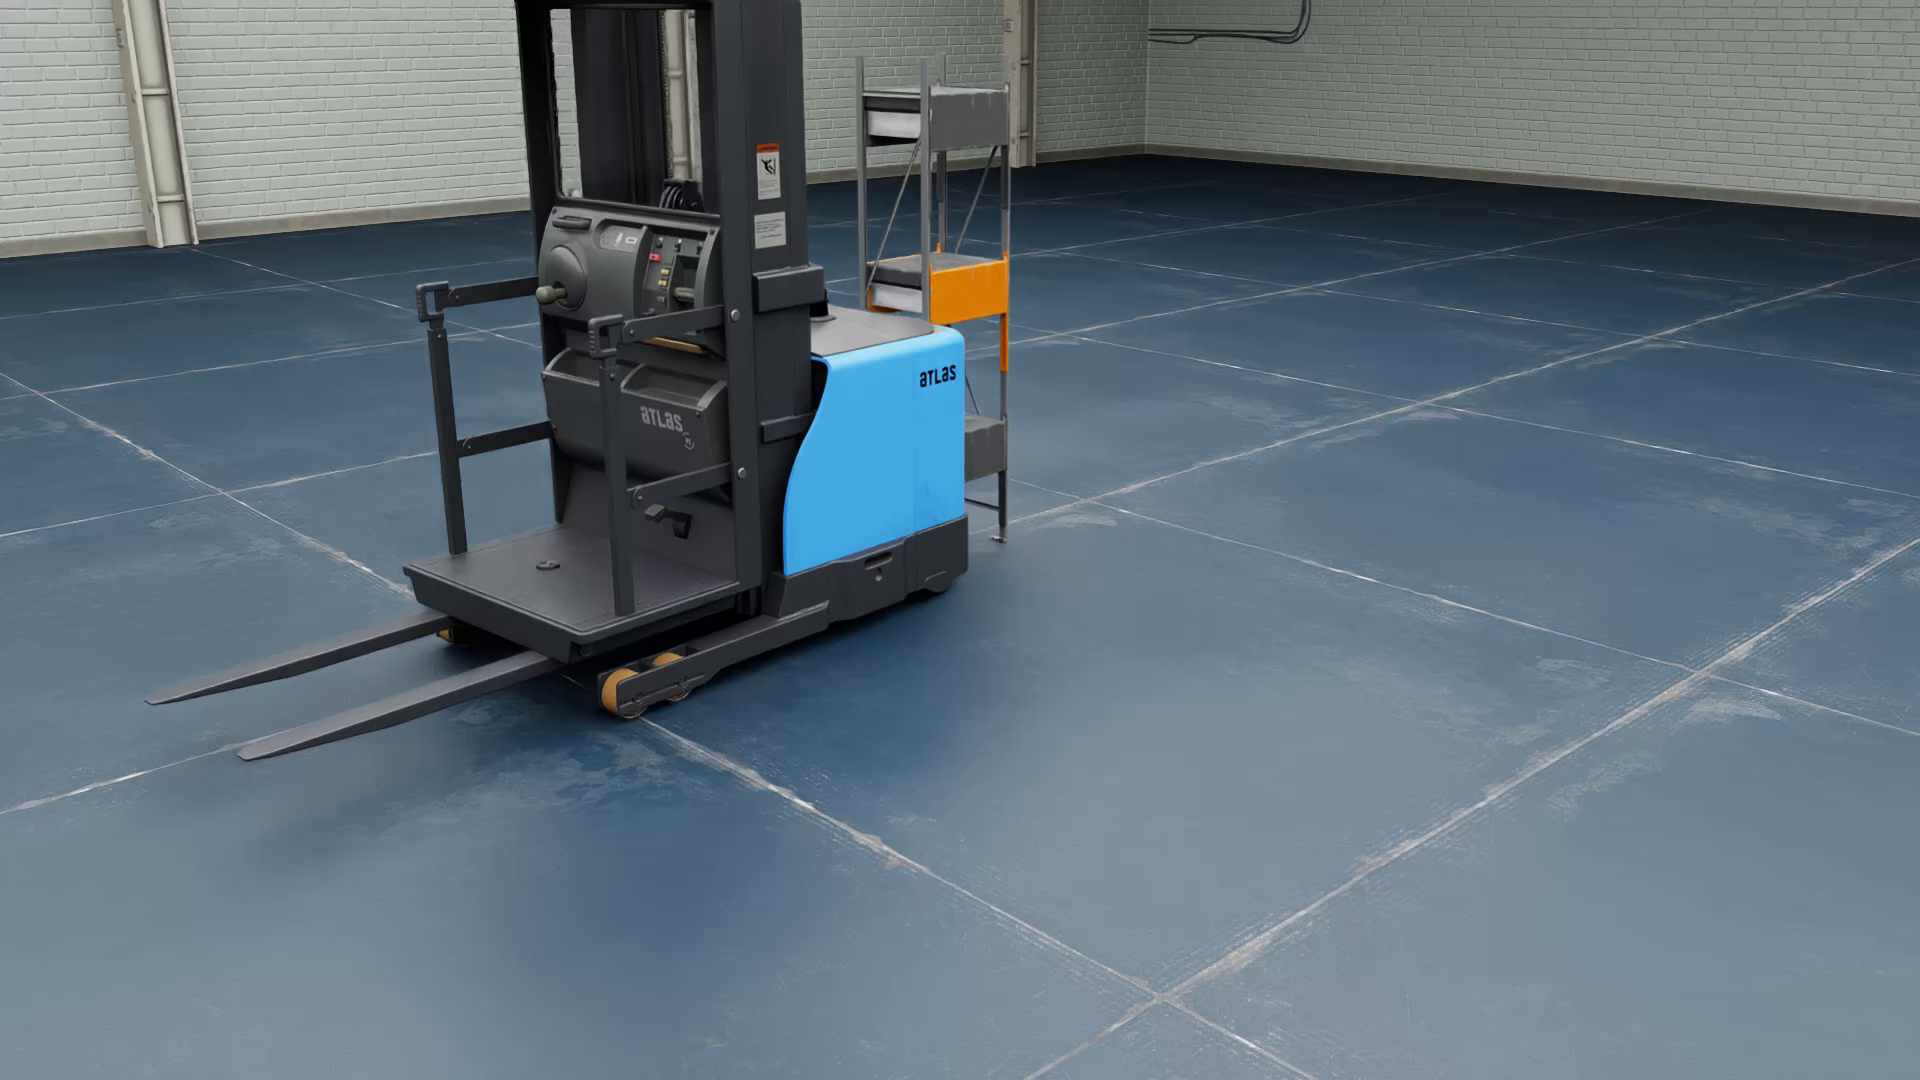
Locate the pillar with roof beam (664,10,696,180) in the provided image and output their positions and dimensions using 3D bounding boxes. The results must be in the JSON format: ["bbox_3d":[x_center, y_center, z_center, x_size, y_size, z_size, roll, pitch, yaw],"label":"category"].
[{"bbox_3d":[-0.533,-7.541,16.153,0.400,9.000,9.100,-16,24,-41],"label":"pillar with roof beam"}]

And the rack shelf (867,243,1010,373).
[{"bbox_3d":[-0.107,-0.963,7.093,0.431,0.518,0.480,16,24,40],"label":"rack shelf"}]

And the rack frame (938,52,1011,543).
[{"bbox_3d":[0.059,-1.031,7.259,0.400,2.100,0.015,16,24,40],"label":"rack frame"}]

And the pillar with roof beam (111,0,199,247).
[{"bbox_3d":[-4.893,-6.270,12.232,0.400,9.000,9.100,-16,24,-41],"label":"pillar with roof beam"}]

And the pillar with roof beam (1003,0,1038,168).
[{"bbox_3d":[3.826,-8.813,20.075,0.400,9.000,9.100,-16,24,-41],"label":"pillar with roof beam"}]

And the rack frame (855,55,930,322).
[{"bbox_3d":[-0.272,-0.920,6.918,0.400,2.100,0.015,16,24,40],"label":"rack frame"}]

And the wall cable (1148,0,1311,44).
[{"bbox_3d":[3.918,-8.628,24.540,0.112,2.526,3.097,-16,24,-41],"label":"wall cable"}]

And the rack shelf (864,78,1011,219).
[{"bbox_3d":[-0.107,-1.628,6.877,0.431,0.518,0.480,16,24,40],"label":"rack shelf"}]

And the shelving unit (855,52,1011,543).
[{"bbox_3d":[-0.107,-0.975,7.089,0.431,2.100,0.503,16,24,40],"label":"shelving unit"}]

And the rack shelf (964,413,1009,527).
[{"bbox_3d":[-0.106,-0.297,7.309,0.431,0.518,0.480,16,24,40],"label":"rack shelf"}]

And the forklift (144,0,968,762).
[{"bbox_3d":[-1.316,-0.965,5.710,1.130,2.935,3.031,15,23,39],"label":"forklift"}]
